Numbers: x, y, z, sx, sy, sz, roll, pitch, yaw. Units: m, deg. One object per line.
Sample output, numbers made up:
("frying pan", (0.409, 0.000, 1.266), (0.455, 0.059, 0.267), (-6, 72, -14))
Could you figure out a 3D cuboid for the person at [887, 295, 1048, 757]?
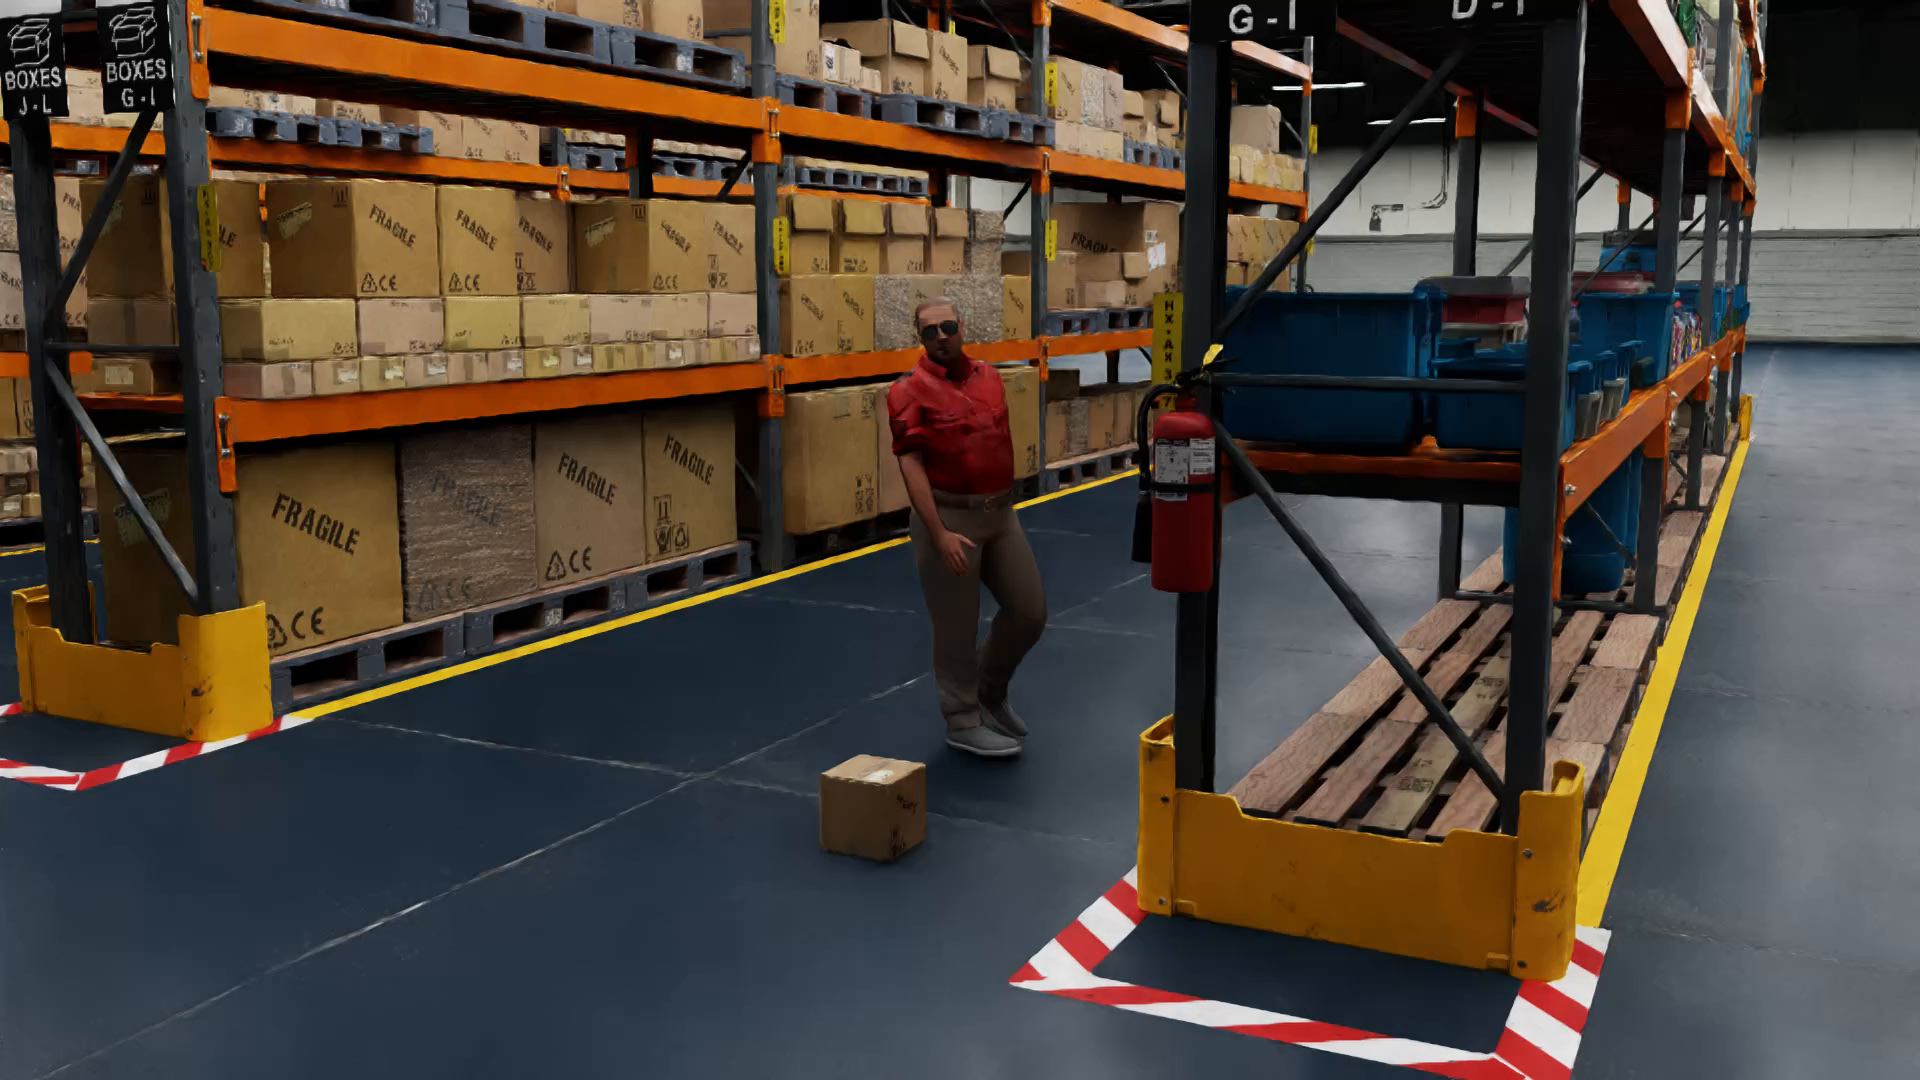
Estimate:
("person", (0.041, -0.038, 6.207), (0.648, 1.738, 0.433), (-8, 12, -40))
